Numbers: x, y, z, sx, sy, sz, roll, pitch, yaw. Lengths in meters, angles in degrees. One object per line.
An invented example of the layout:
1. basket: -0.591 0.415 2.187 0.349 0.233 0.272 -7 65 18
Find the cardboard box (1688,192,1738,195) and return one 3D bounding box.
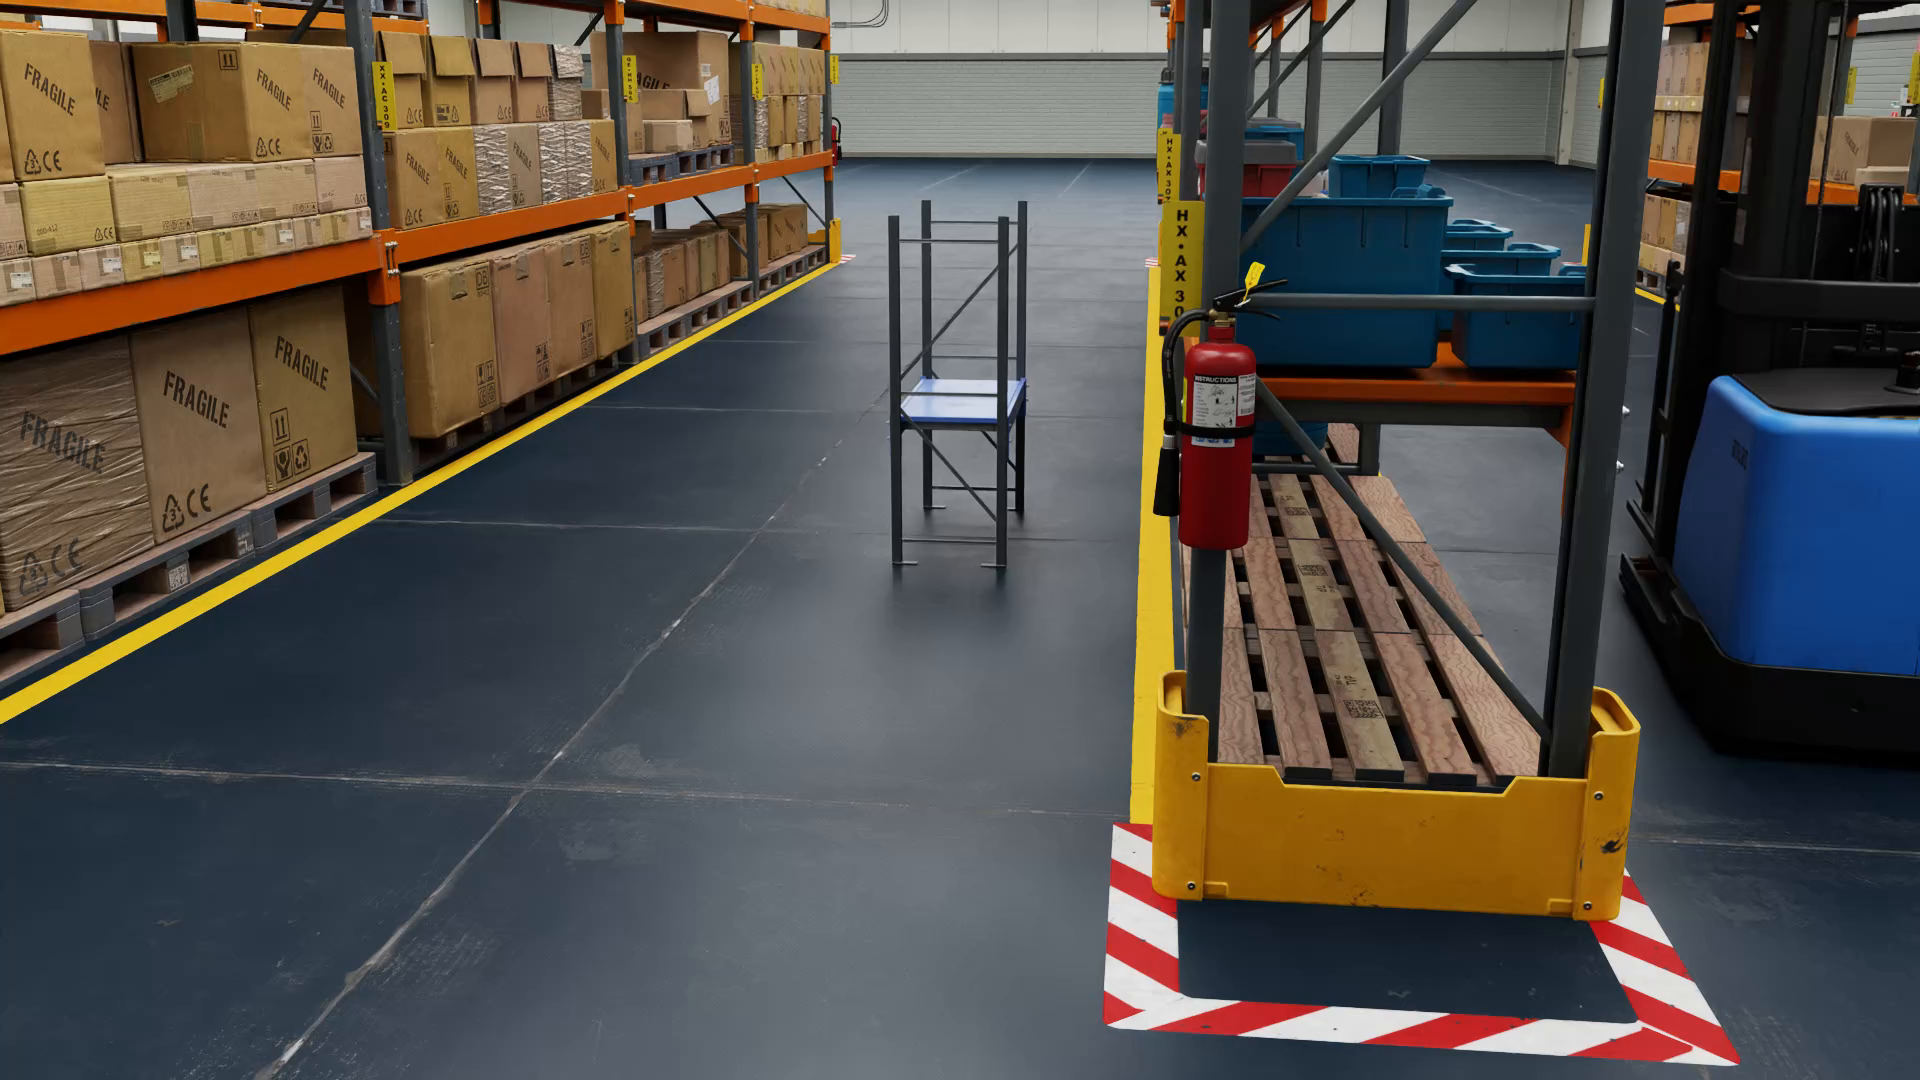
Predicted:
1. cardboard box: 7.948 -3.396 17.501 0.500 0.500 0.500 2 15 6

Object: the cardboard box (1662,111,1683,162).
1. cardboard box: 7.574 -4.092 16.858 0.700 0.500 0.500 2 15 8

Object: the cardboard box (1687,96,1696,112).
1. cardboard box: 7.294 -4.231 16.128 0.380 0.149 0.250 2 15 6

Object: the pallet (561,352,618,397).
1. pallet: -3.098 -1.236 11.828 1.003 0.211 1.213 2 15 6

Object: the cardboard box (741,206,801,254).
1. cardboard box: -2.152 -3.538 18.982 0.500 0.500 0.500 6 16 21

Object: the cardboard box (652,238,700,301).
1. cardboard box: -2.709 -2.400 14.739 0.700 0.500 0.500 0 15 1

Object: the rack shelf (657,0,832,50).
1. rack shelf: -2.257 -5.441 17.669 1.077 0.370 4.000 2 15 6

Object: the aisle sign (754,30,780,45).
1. aisle sign: -2.323 -6.139 19.638 0.394 0.787 0.004 2 15 6

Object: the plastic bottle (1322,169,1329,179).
1. plastic bottle: 2.097 -1.950 9.365 0.152 0.276 0.135 2 15 6

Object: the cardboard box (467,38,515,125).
1. cardboard box: -3.178 -2.784 10.100 0.797 0.503 0.637 2 15 8

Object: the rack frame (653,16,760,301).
1. rack frame: -2.483 -3.822 16.049 1.000 3.000 0.127 2 15 6

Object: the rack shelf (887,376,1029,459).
1. rack shelf: 0.010 -0.572 7.595 0.538 0.185 1.000 2 15 6

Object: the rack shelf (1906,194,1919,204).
1. rack shelf: 6.683 -1.625 9.305 1.077 0.370 4.000 2 15 6

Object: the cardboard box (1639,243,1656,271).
1. cardboard box: 7.359 -2.920 17.178 0.500 0.250 0.500 2 15 6

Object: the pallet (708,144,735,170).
1. pallet: -2.714 -3.535 15.356 1.003 0.211 1.213 2 15 6

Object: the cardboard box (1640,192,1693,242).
1. cardboard box: 7.431 -3.411 17.558 0.500 0.500 0.500 2 15 6

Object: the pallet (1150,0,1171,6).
1. pallet: 2.423 -5.223 15.845 1.213 0.211 1.003 2 15 6

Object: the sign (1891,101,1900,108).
1. sign: 14.663 -6.823 26.064 0.001 0.109 0.331 2 15 6

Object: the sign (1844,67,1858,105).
1. sign: 7.900 -4.036 14.775 0.100 0.325 0.005 2 15 6

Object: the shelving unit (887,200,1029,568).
1. shelving unit: 0.010 -0.746 7.548 0.538 1.500 1.048 2 15 6

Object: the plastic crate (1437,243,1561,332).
1. plastic crate: 1.514 -0.737 4.845 0.416 0.233 0.300 2 15 6

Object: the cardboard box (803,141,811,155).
1. cardboard box: -1.908 -4.462 18.899 0.380 0.149 0.250 2 15 6

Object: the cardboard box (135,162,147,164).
1. cardboard box: -3.760 -1.575 7.457 0.500 0.250 0.500 2 15 6

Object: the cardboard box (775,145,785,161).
1. cardboard box: -2.030 -4.006 17.212 0.380 0.149 0.250 2 15 6

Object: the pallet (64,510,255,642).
1. pallet: -3.684 0.112 6.845 1.003 0.211 1.213 2 15 6

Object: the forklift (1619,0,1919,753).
1. forklift: 3.198 -1.089 6.075 1.130 2.935 3.031 4 16 13

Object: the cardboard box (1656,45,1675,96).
1. cardboard box: 7.630 -4.839 17.134 0.700 0.500 0.500 2 15 6

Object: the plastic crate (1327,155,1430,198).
1. plastic crate: 1.822 -1.491 7.345 0.392 0.384 0.575 2 15 6

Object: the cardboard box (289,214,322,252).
1. cardboard box: -3.153 -1.403 7.587 0.380 0.149 0.250 1 15 5

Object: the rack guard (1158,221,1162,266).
1. rack guard: 2.928 -3.485 19.594 1.175 0.500 0.348 2 15 6

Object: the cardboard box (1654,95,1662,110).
1. cardboard box: 7.438 -4.564 17.362 0.380 0.149 0.250 1 15 4

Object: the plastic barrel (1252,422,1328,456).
1. plastic barrel: 1.614 -0.931 8.575 0.600 0.901 0.708 2 15 6

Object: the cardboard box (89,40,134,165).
1. cardboard box: -3.811 -1.801 6.855 0.500 0.500 0.500 1 15 4

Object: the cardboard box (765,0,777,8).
1. cardboard box: -2.123 -5.444 16.588 0.500 0.250 0.500 2 15 6

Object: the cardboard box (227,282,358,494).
1. cardboard box: -3.540 -0.755 7.973 0.875 0.875 0.875 2 15 6

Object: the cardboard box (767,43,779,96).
1. cardboard box: -2.125 -4.735 16.750 0.500 0.500 0.500 2 15 6

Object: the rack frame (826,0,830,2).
1. rack frame: -2.032 -7.755 19.102 1.000 3.000 0.127 2 15 6

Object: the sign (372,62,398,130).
1. sign: -2.834 -2.187 8.193 0.100 0.325 0.005 2 15 6

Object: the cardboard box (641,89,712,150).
1. cardboard box: -2.587 -3.622 14.307 0.797 0.503 0.637 3 15 12

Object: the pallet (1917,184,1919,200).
1. pallet: 6.902 -2.221 10.496 1.213 0.211 1.003 2 15 6

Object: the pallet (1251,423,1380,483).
1. pallet: 1.664 -0.454 8.935 1.003 0.211 1.213 2 15 6

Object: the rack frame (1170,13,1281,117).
1. rack frame: 2.438 -3.676 15.509 1.000 3.000 0.127 2 15 6

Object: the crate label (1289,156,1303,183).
1. crate label: 2.407 -2.656 12.057 0.303 0.233 0.416 2 15 6

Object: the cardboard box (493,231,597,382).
1. cardboard box: -3.141 -1.552 10.921 1.225 0.875 0.875 2 15 6

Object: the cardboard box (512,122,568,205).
1. cardboard box: -2.861 -2.433 10.722 0.500 0.500 0.500 1 15 4

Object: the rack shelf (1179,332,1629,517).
1. rack shelf: 1.310 -0.735 6.011 1.077 0.370 4.000 2 15 6

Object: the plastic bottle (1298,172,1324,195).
1. plastic bottle: 1.920 -1.894 9.159 0.152 0.276 0.135 2 15 6

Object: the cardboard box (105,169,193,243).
1. cardboard box: -3.349 -1.298 6.432 0.500 0.250 0.500 1 15 5

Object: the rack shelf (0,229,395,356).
1. rack shelf: -3.611 -0.881 6.551 1.077 0.370 4.000 2 15 6

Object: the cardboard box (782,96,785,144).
1. cardboard box: -2.323 -4.390 17.388 0.875 0.500 0.500 2 15 6

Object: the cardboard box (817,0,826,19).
1. cardboard box: -1.834 -6.102 19.023 0.500 0.250 0.500 2 15 8

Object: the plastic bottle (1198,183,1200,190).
1. plastic bottle: 1.240 -1.718 8.491 0.061 0.283 0.133 2 15 6

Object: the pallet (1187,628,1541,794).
1. pallet: 1.216 0.570 5.150 1.003 0.211 1.213 2 15 6

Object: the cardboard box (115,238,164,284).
1. cardboard box: -3.297 -1.069 6.351 0.380 0.149 0.250 1 15 5

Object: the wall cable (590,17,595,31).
1. wall cable: -12.753 -15.045 52.011 3.097 2.526 0.112 2 15 6

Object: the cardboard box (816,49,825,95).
1. cardboard box: -1.848 -5.384 19.148 0.500 0.500 0.500 2 15 6
